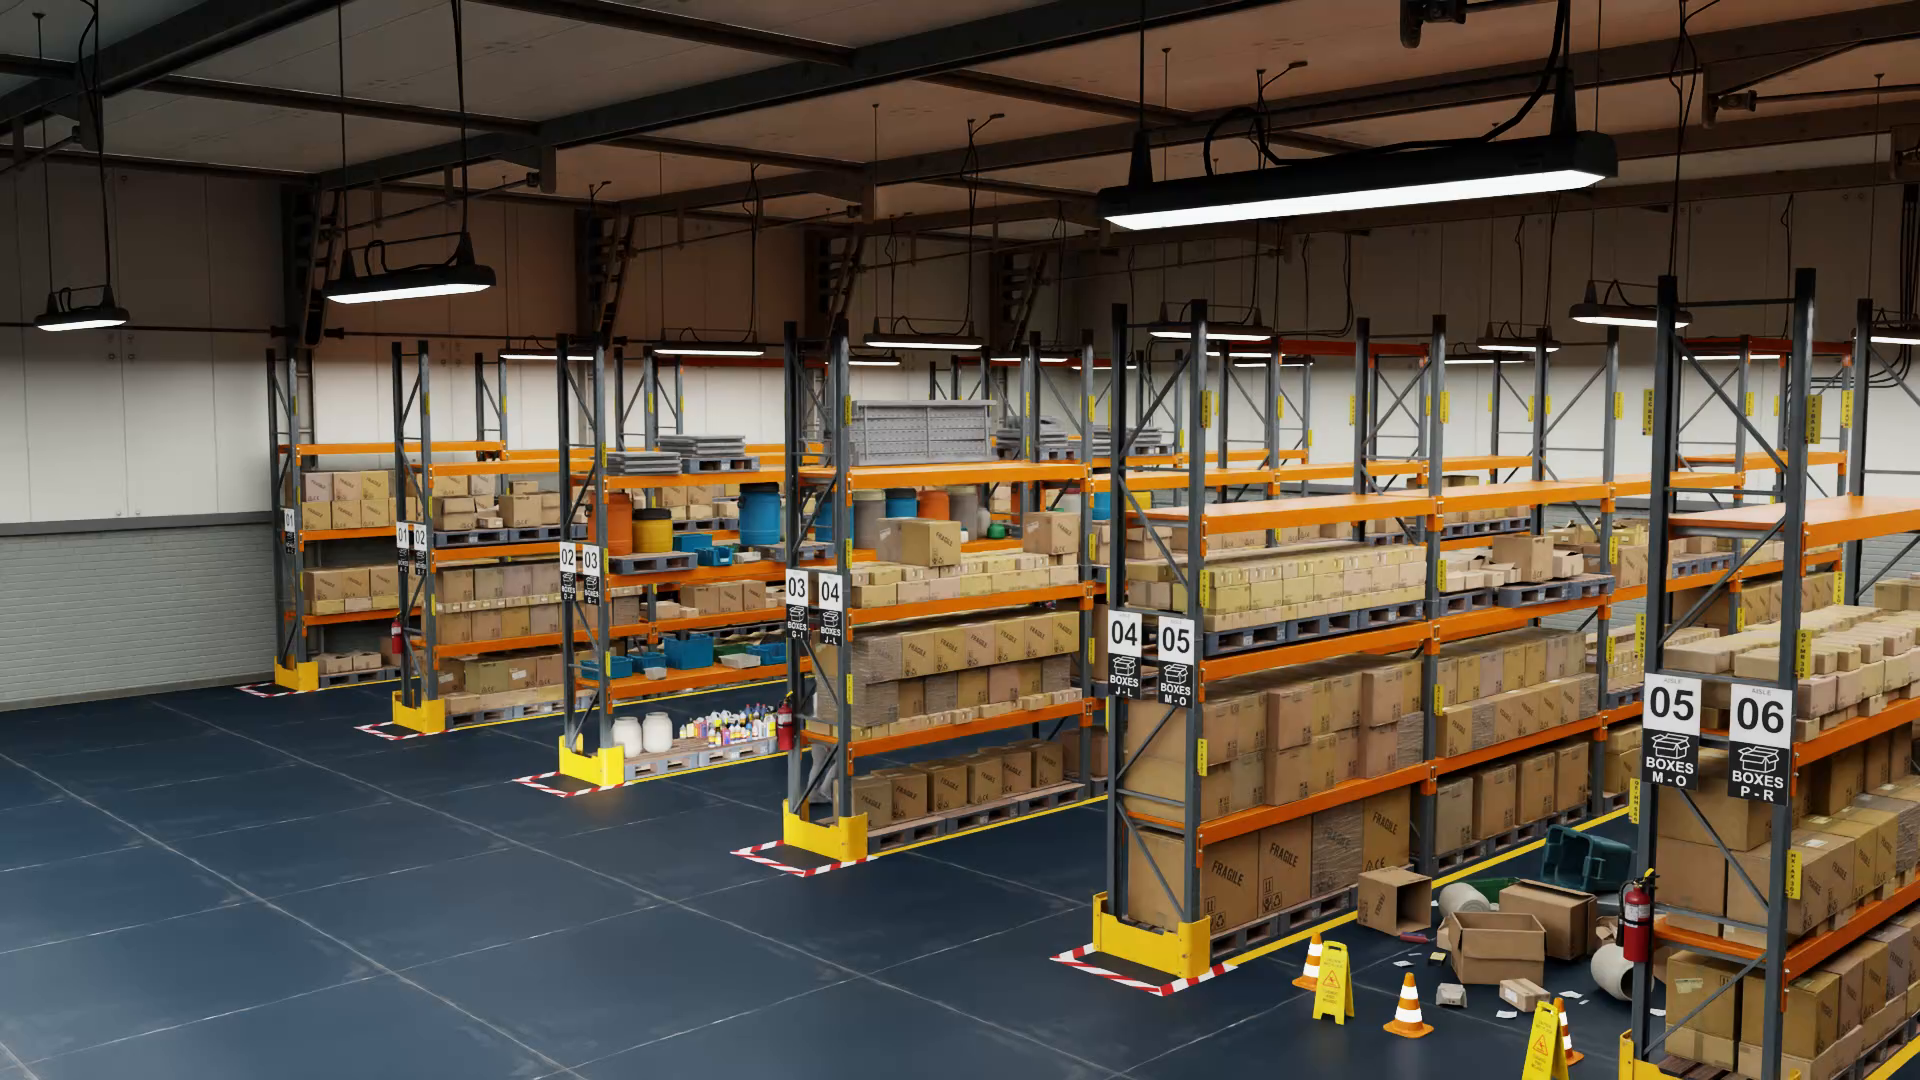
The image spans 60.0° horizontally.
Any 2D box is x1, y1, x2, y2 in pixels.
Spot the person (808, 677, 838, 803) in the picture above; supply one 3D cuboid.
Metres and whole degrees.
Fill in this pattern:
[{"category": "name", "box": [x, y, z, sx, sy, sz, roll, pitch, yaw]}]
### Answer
[{"category": "person", "box": [-1.717, 2.496, 21.086, 0.497, 1.667, 0.487, -3, 6, -34]}]
